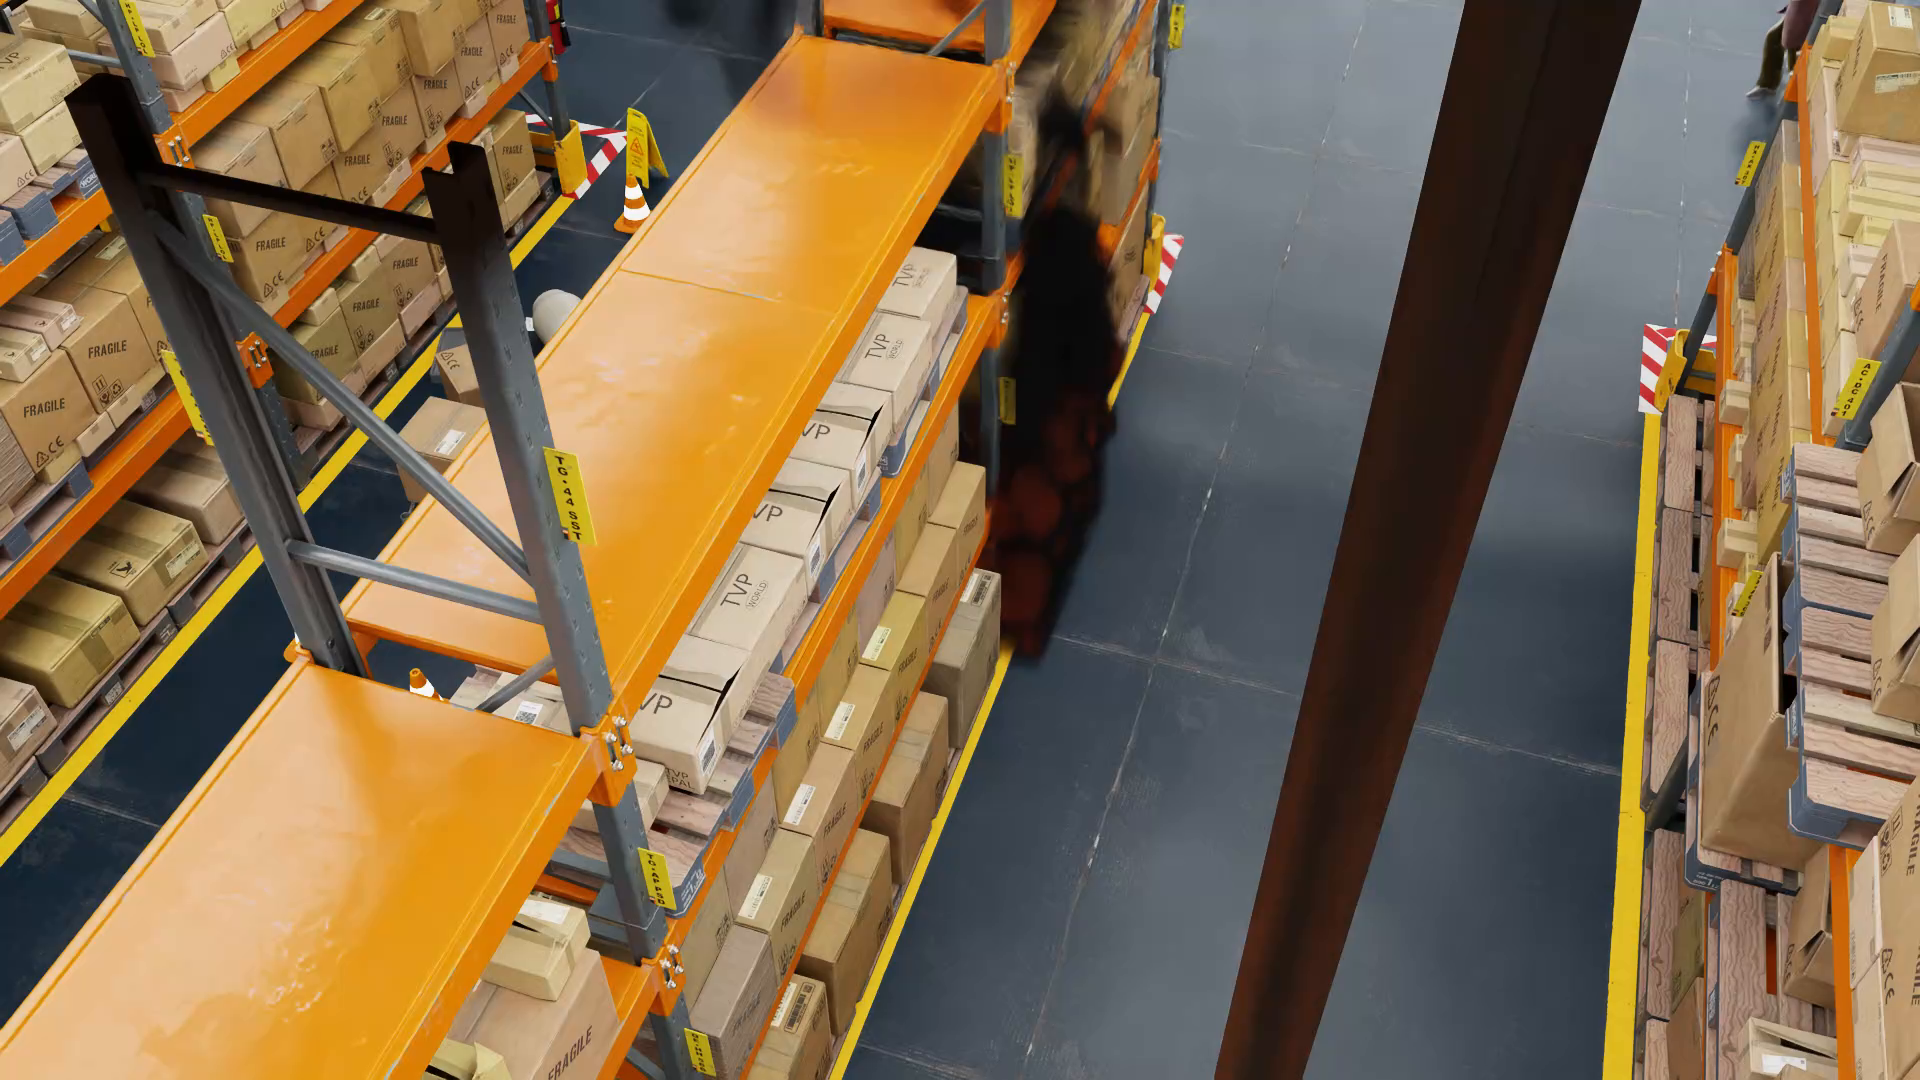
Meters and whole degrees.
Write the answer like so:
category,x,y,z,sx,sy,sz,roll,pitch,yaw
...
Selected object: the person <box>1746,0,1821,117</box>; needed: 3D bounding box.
category,x,y,z,sx,sy,sz,roll,pitch,yaw
person,7.246,-4.451,14.270,0.665,1.856,0.844,-31,53,-27
